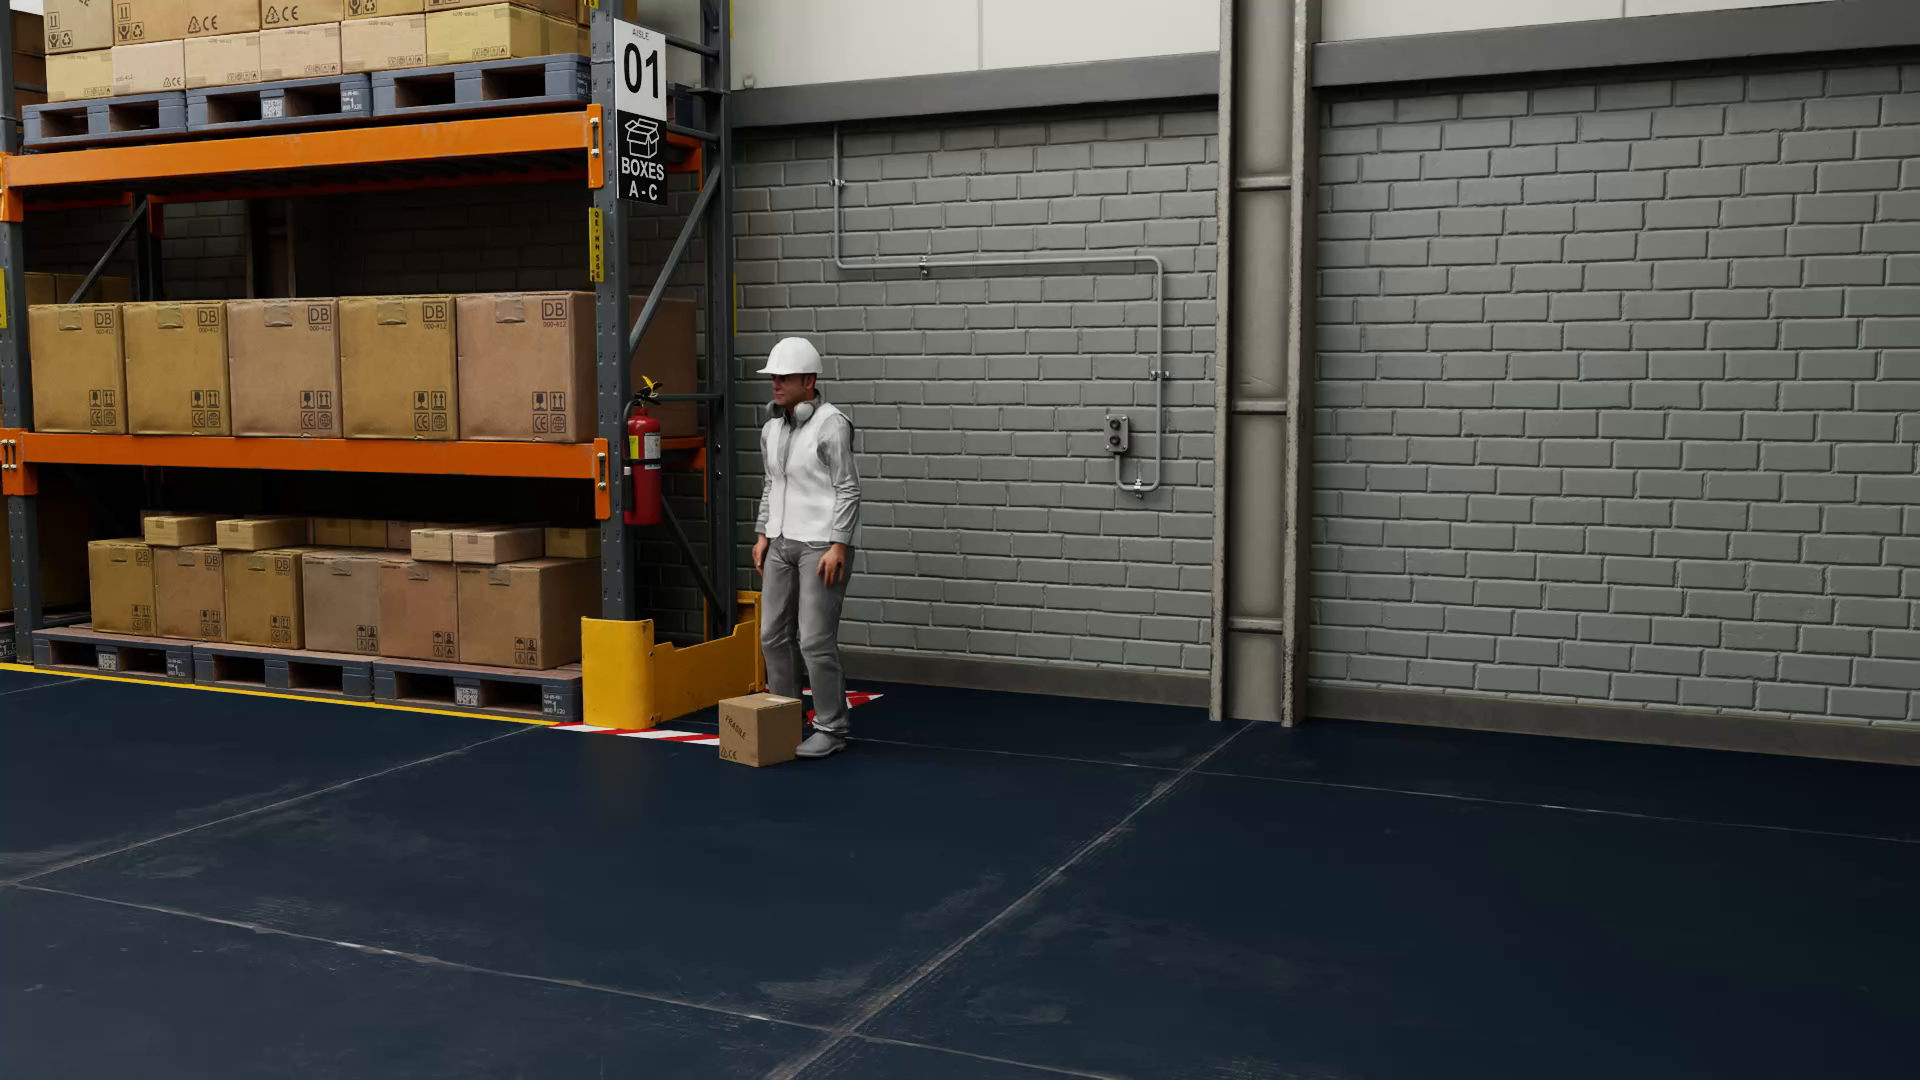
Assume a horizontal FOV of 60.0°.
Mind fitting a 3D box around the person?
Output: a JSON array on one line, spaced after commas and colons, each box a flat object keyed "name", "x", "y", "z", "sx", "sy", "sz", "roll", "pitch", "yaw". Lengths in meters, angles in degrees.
[{"name": "person", "x": -0.669, "y": 0.024, "z": 7.143, "sx": 0.580, "sy": 1.771, "sz": 0.463, "roll": 5, "pitch": 8, "yaw": 45}]
